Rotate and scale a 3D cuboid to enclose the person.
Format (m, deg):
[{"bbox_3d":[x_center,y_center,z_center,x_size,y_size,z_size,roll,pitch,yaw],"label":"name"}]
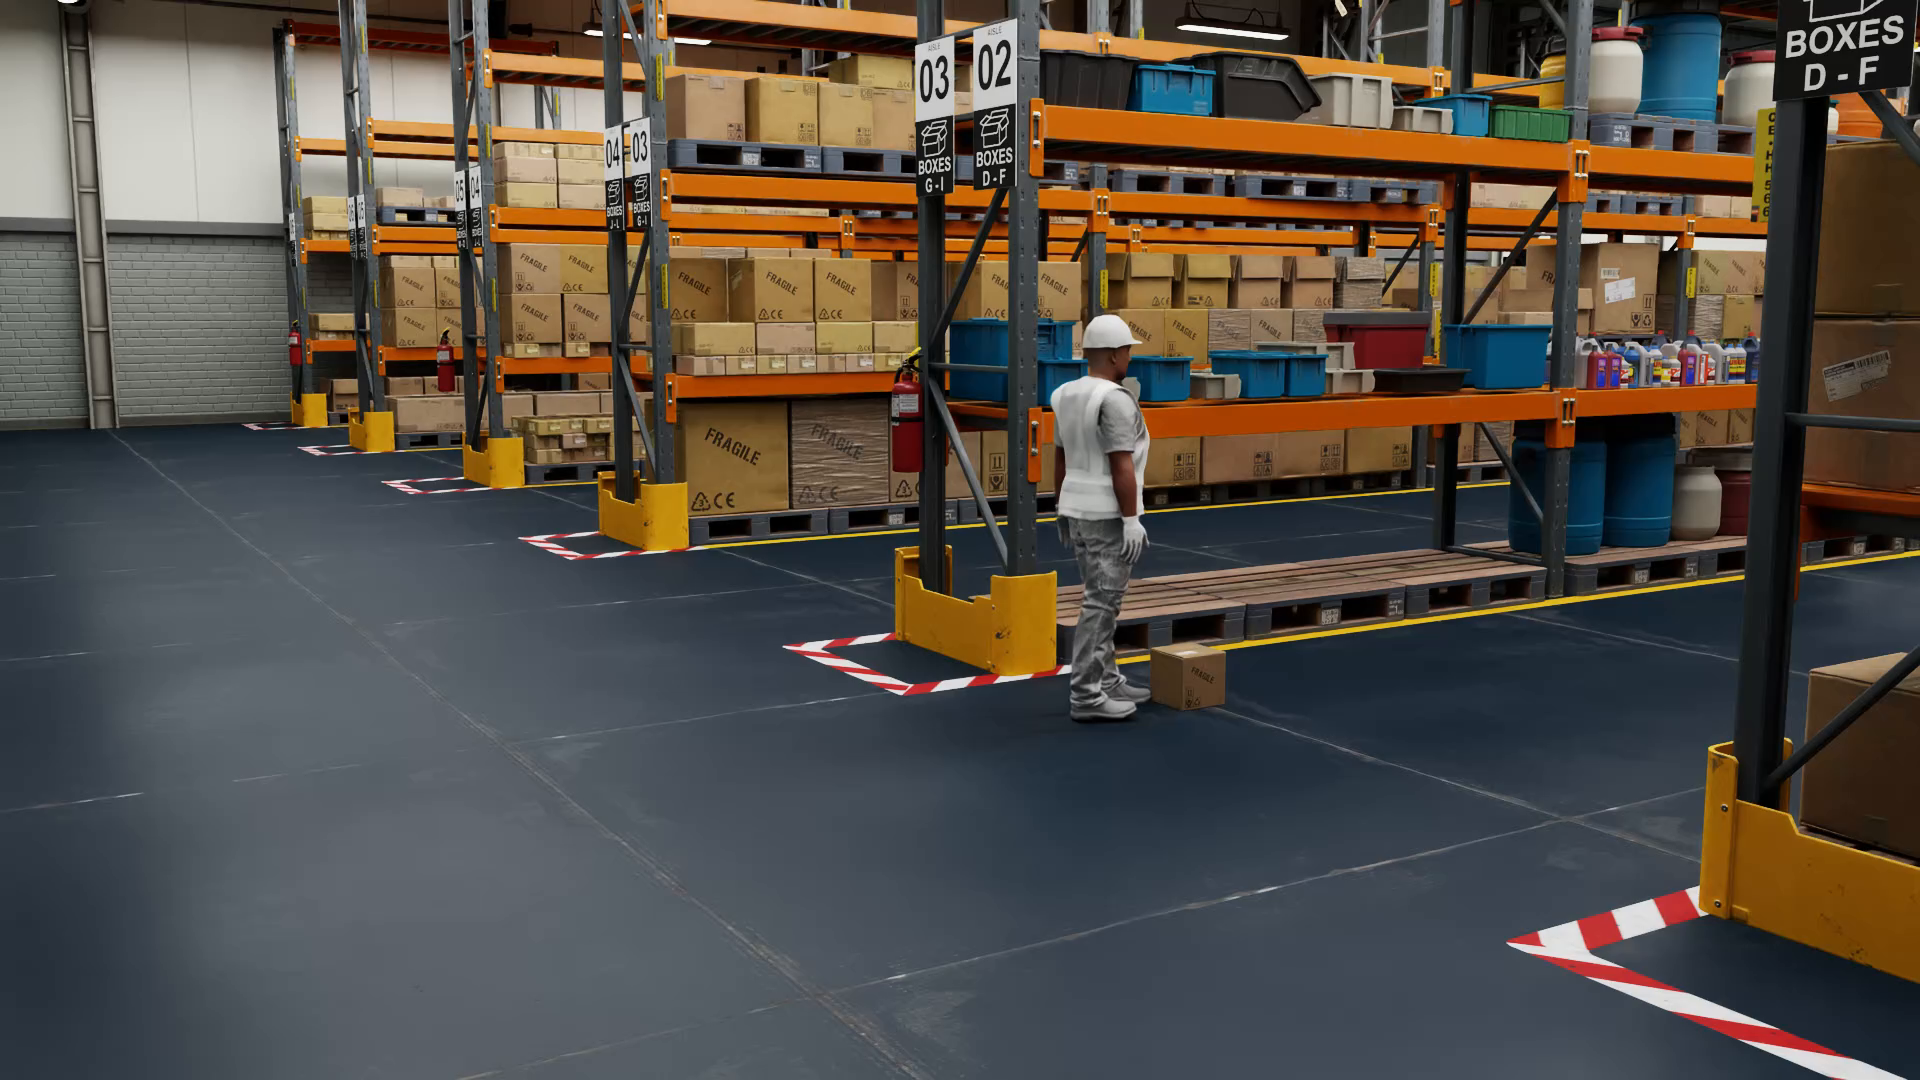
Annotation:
[{"bbox_3d":[0.717,-0.101,7.407,0.547,1.787,0.598,-3,9,-23],"label":"person"}]
